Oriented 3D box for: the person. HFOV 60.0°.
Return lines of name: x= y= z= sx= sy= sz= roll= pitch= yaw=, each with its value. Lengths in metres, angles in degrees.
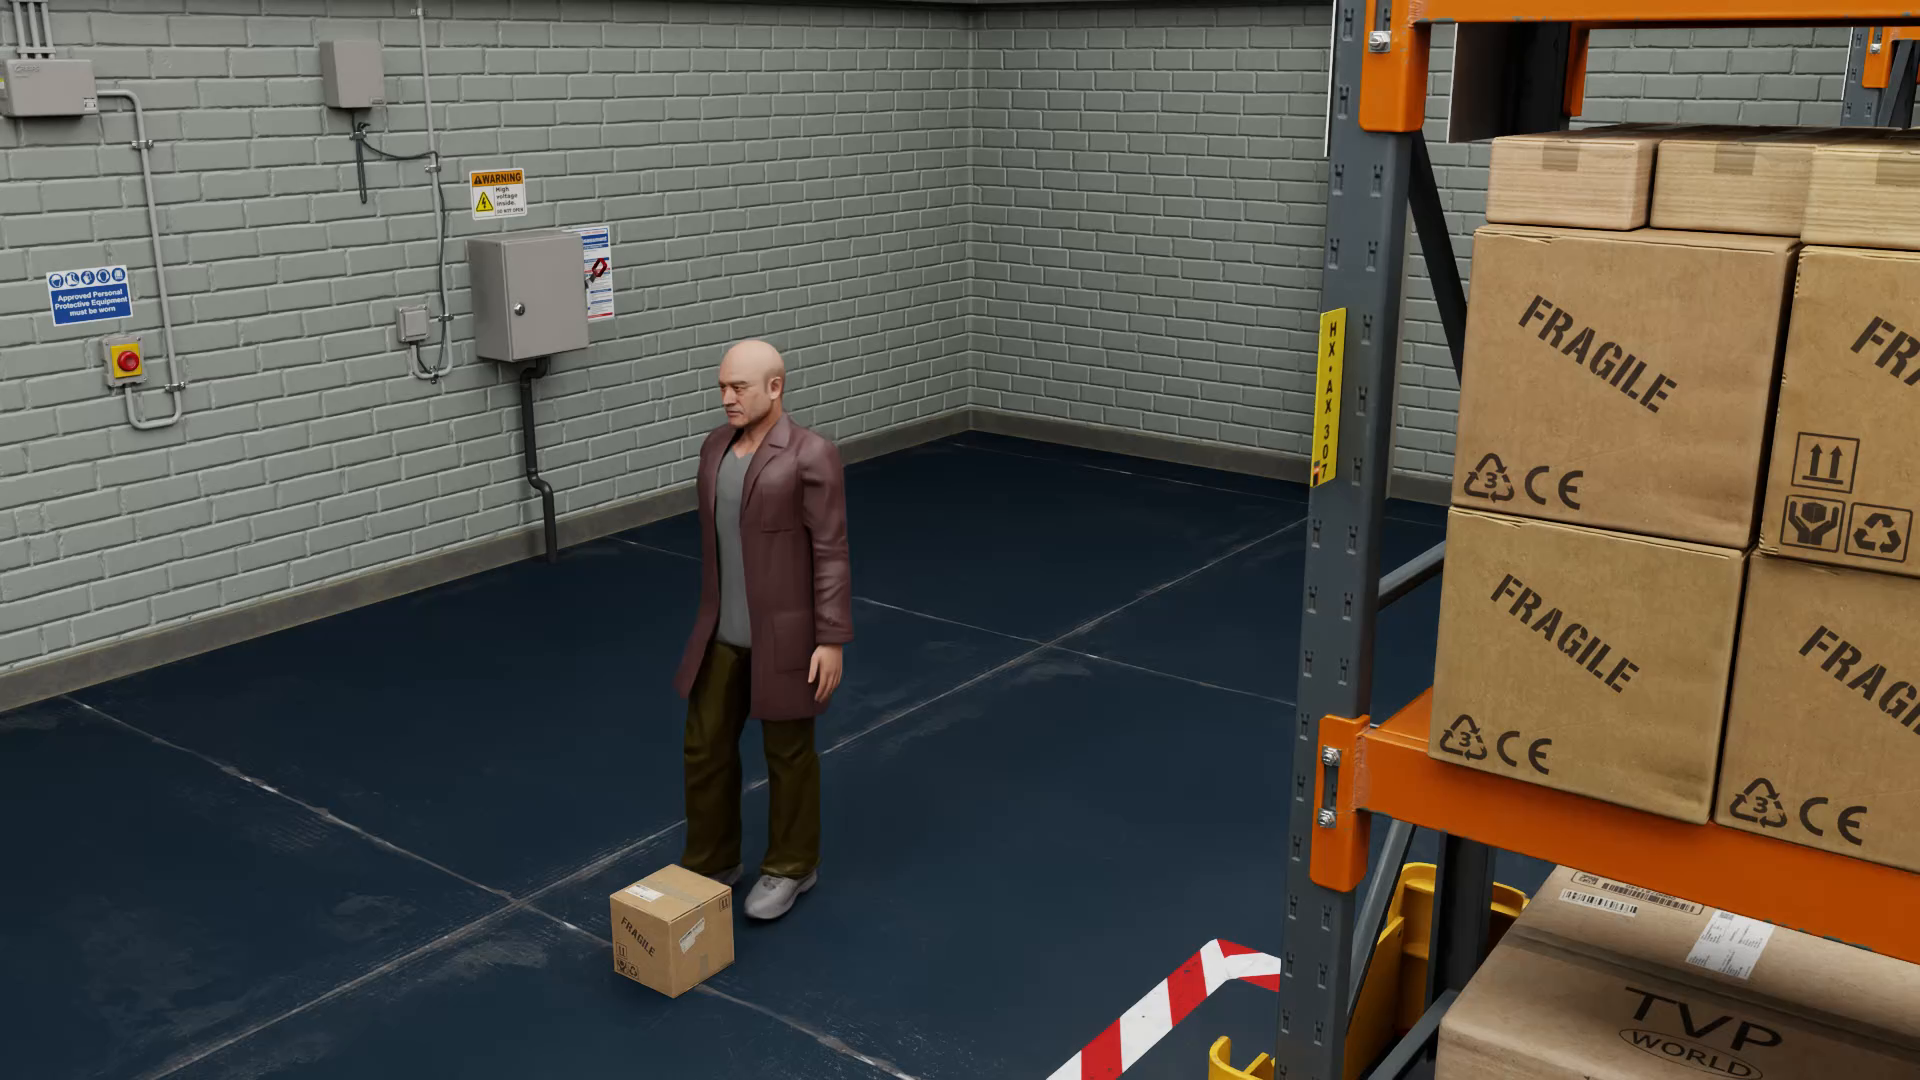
person: x=-0.618 y=0.328 z=5.002 sx=0.625 sy=1.833 sz=0.495 roll=9 pitch=19 yaw=29
